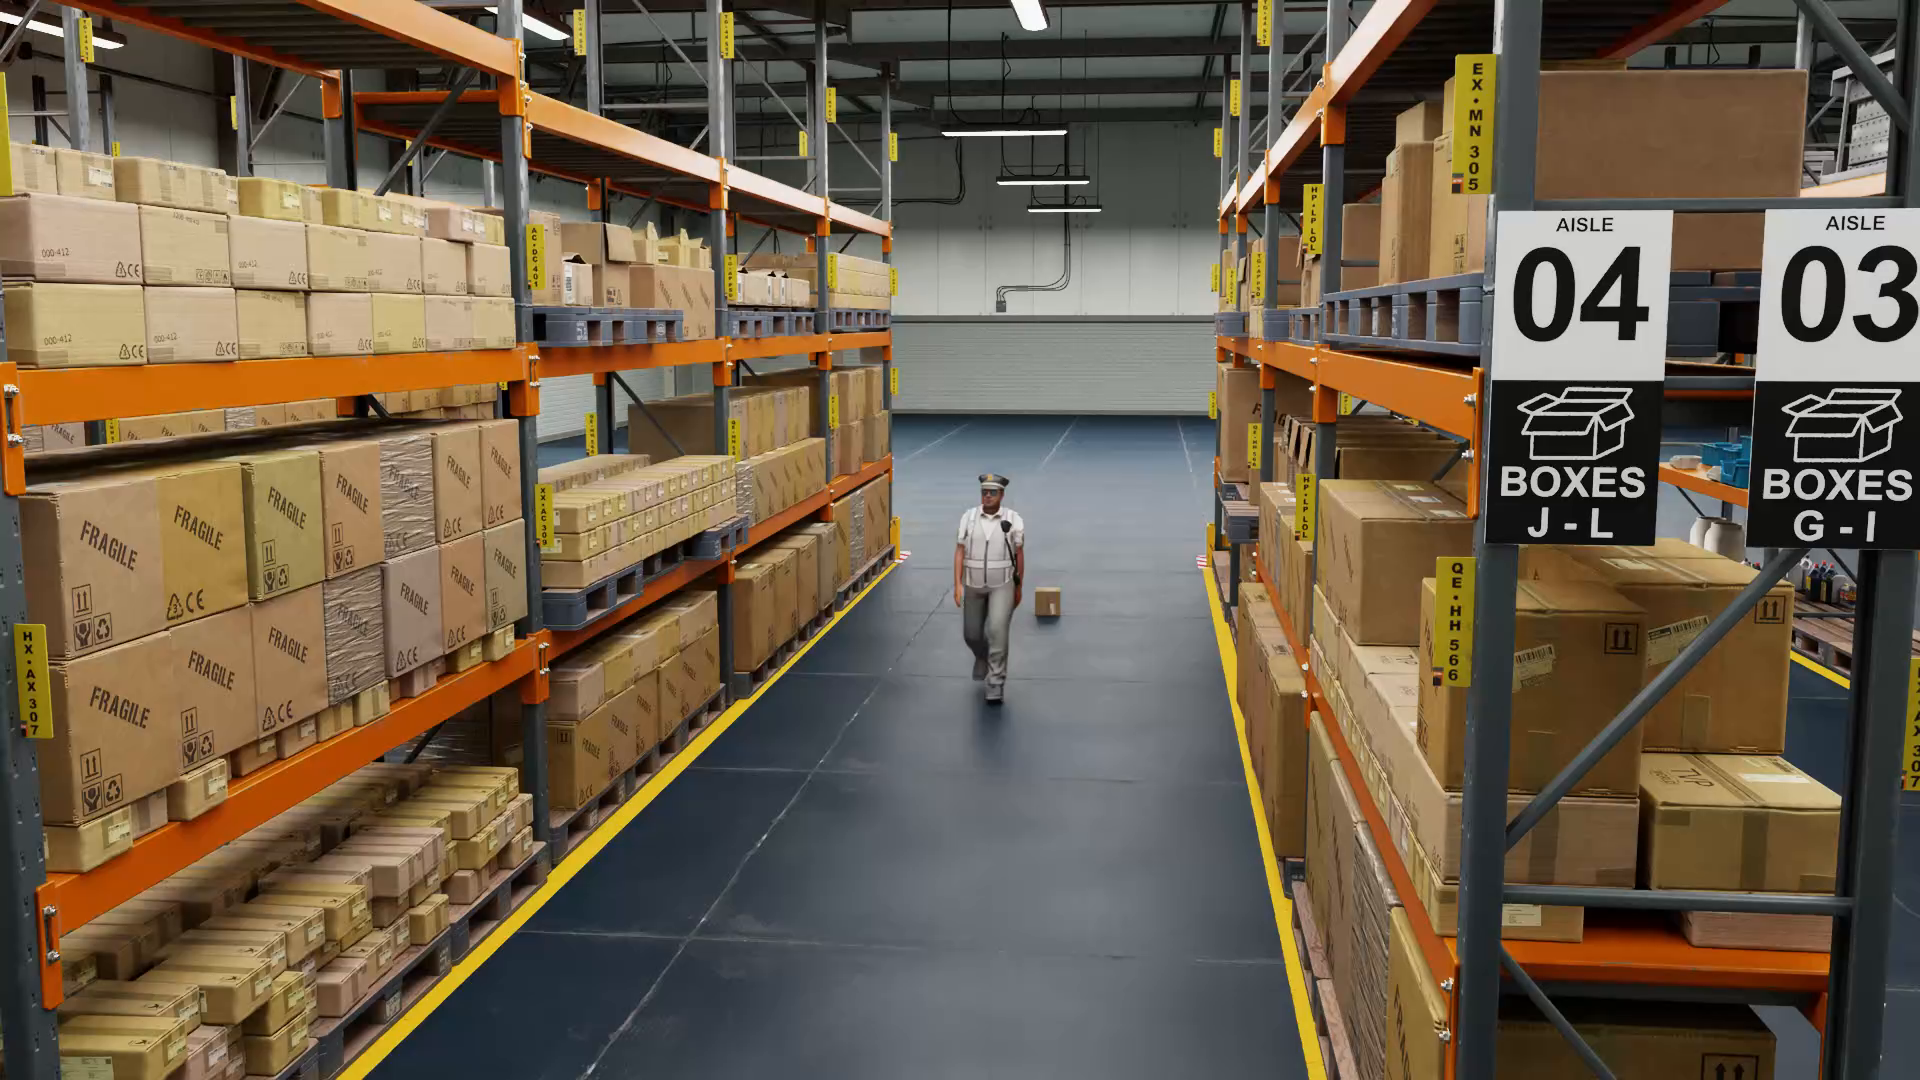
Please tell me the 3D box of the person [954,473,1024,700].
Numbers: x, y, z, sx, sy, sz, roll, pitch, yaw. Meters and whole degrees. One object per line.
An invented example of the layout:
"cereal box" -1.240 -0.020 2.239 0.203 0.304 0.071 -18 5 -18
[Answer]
"person" 0.225 0.331 13.120 0.540 1.738 0.889 2 8 12
